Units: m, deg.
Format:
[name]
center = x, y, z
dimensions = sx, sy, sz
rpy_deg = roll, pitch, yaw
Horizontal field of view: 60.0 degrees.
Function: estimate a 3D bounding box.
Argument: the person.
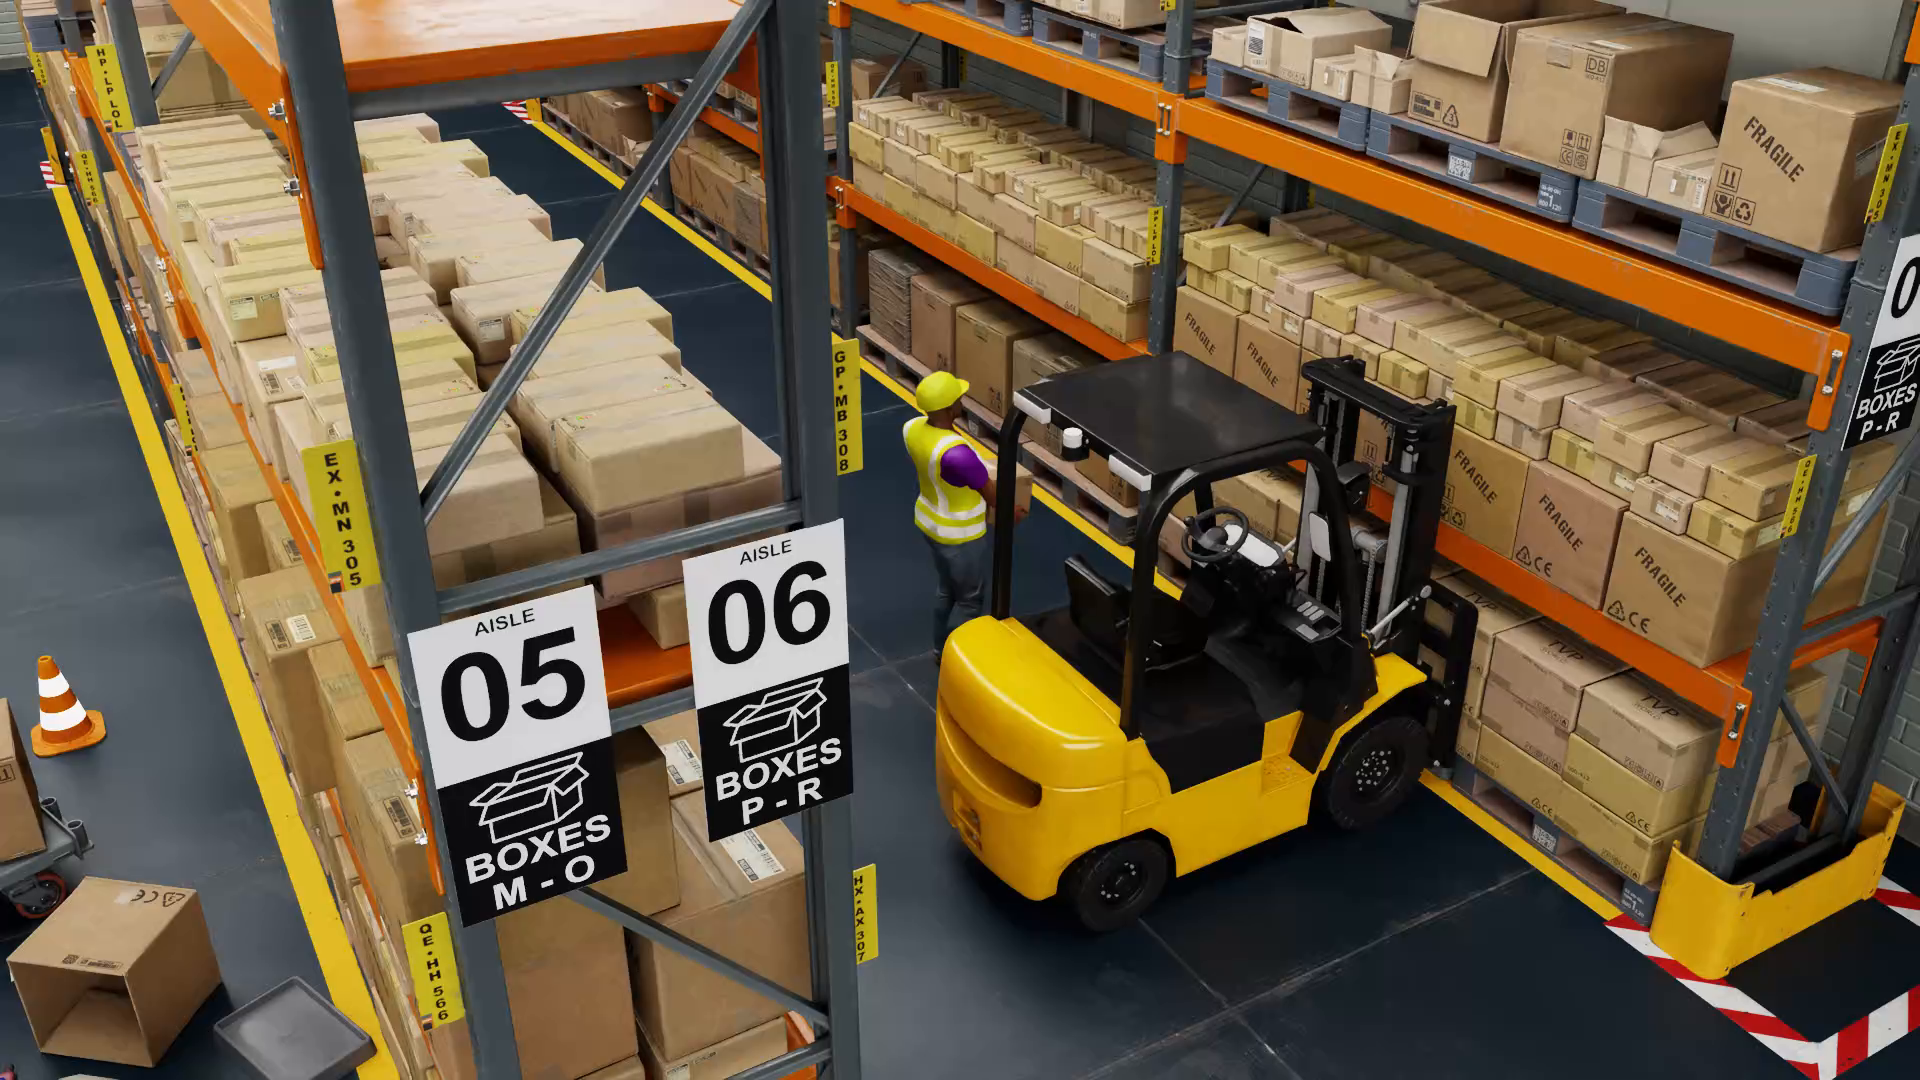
[person]
center = 0.035, -0.089, 8.707
dimensions = 0.577, 1.761, 0.502
rpy_deg = -16, 32, -26
